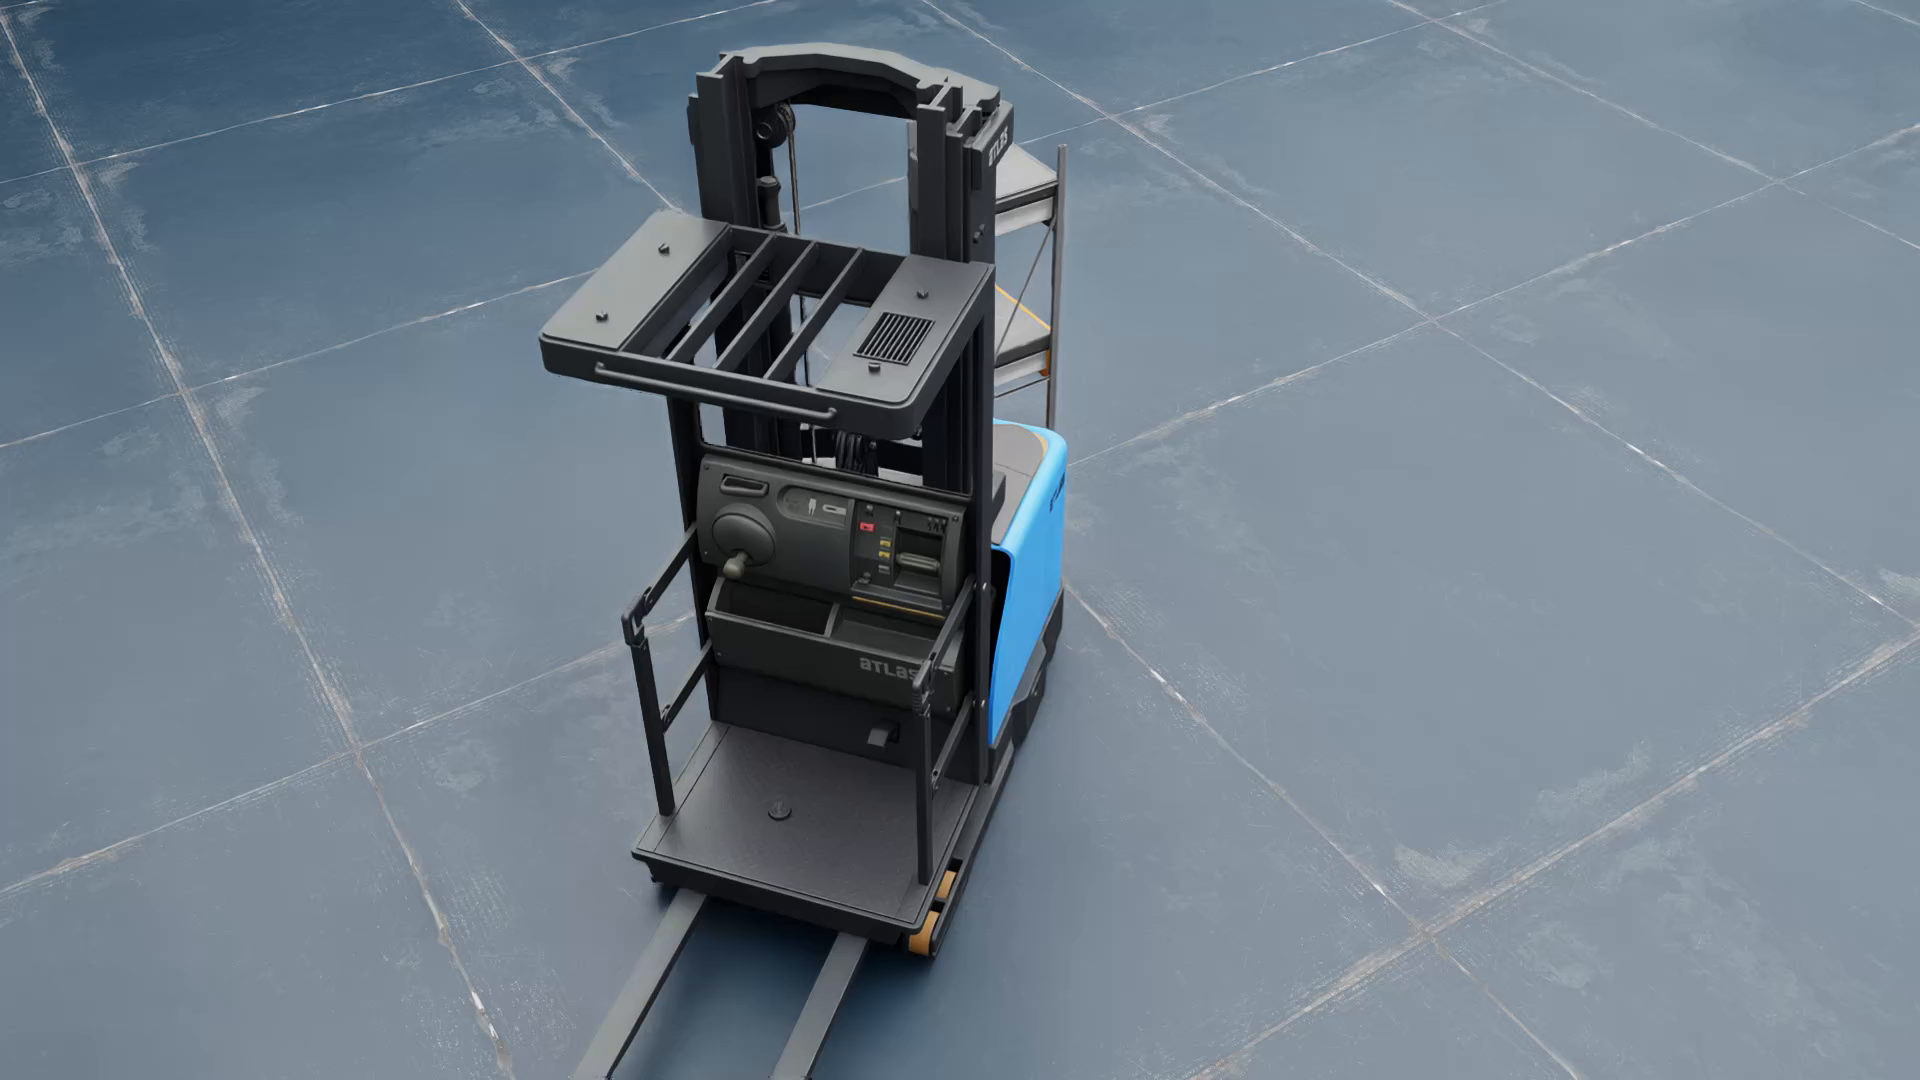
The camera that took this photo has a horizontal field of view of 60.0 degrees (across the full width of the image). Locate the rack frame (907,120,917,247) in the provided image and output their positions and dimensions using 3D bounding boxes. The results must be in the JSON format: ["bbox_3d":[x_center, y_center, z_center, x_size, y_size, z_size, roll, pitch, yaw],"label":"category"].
[{"bbox_3d":[-0.034,-0.875,7.160,0.400,2.100,0.015,-23,45,-25],"label":"rack frame"}]

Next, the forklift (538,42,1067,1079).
[{"bbox_3d":[-0.506,0.067,5.380,1.130,2.935,3.031,12,41,14],"label":"forklift"}]

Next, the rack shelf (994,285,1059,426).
[{"bbox_3d":[0.099,-0.734,7.011,0.431,0.518,0.480,-23,45,-25],"label":"rack shelf"}]

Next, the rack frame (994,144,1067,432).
[{"bbox_3d":[0.233,-0.613,6.846,0.400,2.100,0.015,-23,45,-25],"label":"rack frame"}]

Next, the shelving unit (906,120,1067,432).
[{"bbox_3d":[0.099,-0.744,7.003,0.431,2.100,0.503,-23,45,-25],"label":"shelving unit"}]

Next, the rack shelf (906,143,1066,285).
[{"bbox_3d":[0.099,-1.271,6.563,0.431,0.518,0.480,-23,45,-25],"label":"rack shelf"}]
